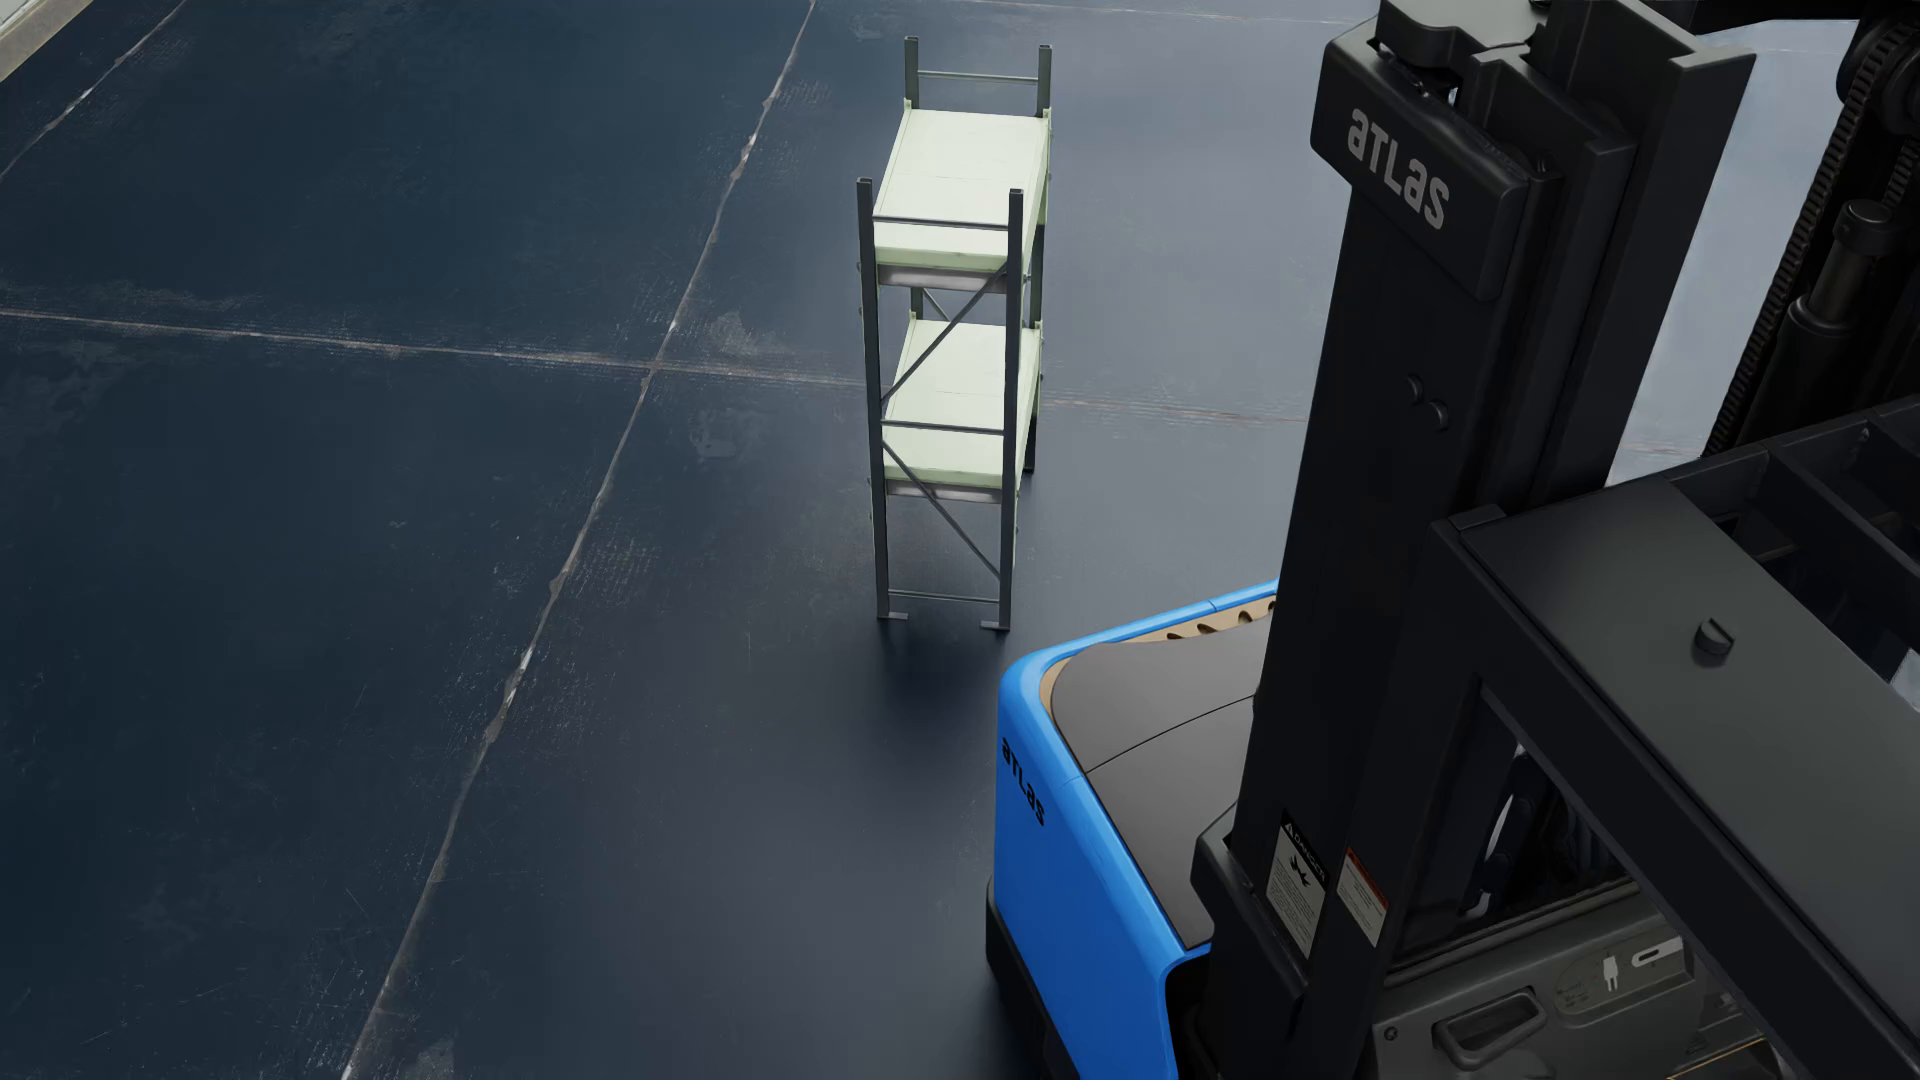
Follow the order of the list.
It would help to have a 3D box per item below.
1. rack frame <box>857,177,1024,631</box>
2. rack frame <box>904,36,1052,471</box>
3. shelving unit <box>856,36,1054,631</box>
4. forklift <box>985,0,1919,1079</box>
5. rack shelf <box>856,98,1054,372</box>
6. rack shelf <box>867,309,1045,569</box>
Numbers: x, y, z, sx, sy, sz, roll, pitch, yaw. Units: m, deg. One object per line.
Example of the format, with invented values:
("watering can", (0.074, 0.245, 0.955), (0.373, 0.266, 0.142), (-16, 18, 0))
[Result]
("rack frame", (-0.048, -0.300, 4.476), (0.400, 1.500, 0.023), (5, 44, 6))
("rack frame", (0.049, -0.799, 5.003), (0.400, 1.500, 0.023), (5, 44, 6))
("shelving unit", (0.001, -0.549, 4.739), (0.431, 1.500, 0.755), (5, 44, 6))
("forklift", (1.083, 0.783, 2.291), (1.130, 2.935, 3.031), (-15, 46, -16))
("rack shelf", (0.001, -0.833, 4.471), (0.431, 0.370, 0.720), (5, 44, 6))
("rack shelf", (0.001, -0.312, 4.963), (0.431, 0.370, 0.720), (5, 44, 6))
